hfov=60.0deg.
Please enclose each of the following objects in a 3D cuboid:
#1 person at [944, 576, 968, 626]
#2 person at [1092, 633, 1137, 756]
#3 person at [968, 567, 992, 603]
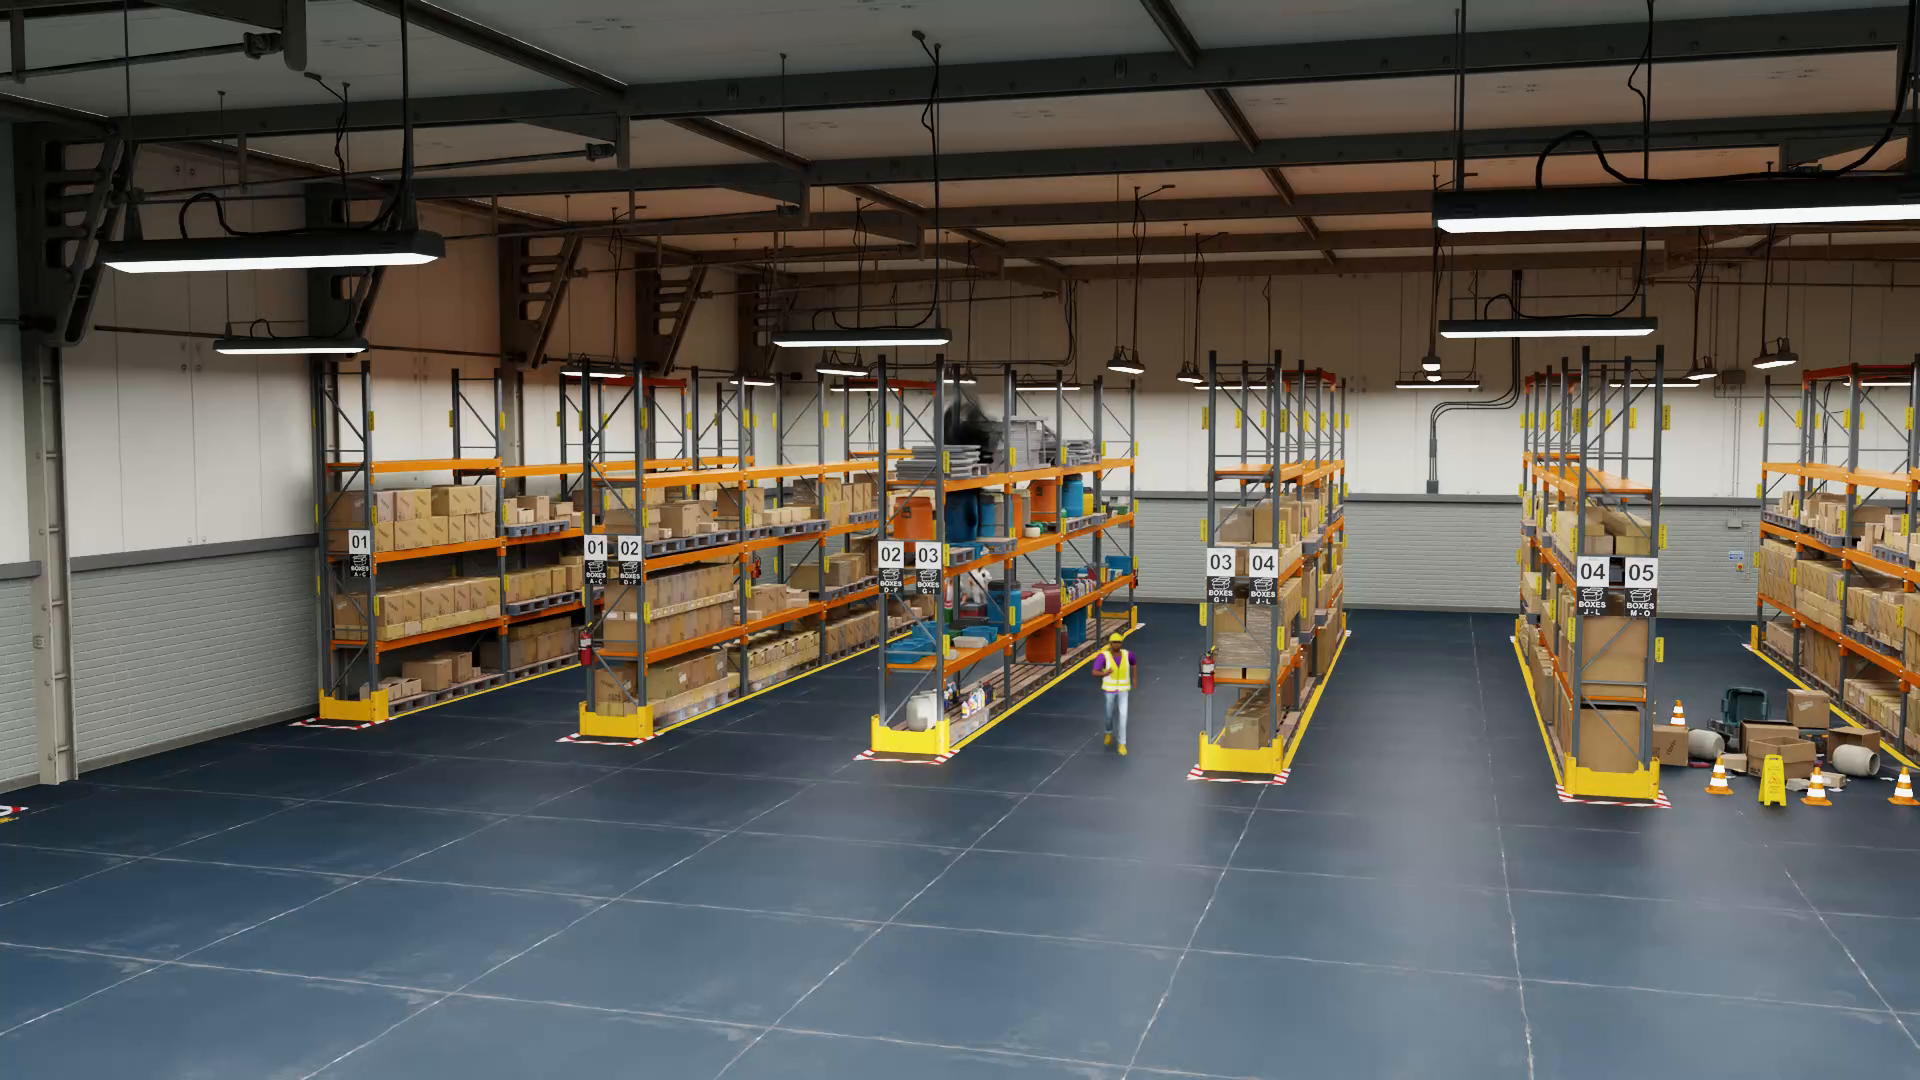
[{"bbox_3d":[-0.153,1.513,36.832,0.645,1.736,0.636,0,4,5],"label":"person"},{"bbox_3d":[2.347,2.295,25.203,0.721,1.794,0.903,0,4,-1],"label":"person"},{"bbox_3d":[0.492,1.310,40.517,0.622,1.647,0.670,1,4,7],"label":"person"}]
